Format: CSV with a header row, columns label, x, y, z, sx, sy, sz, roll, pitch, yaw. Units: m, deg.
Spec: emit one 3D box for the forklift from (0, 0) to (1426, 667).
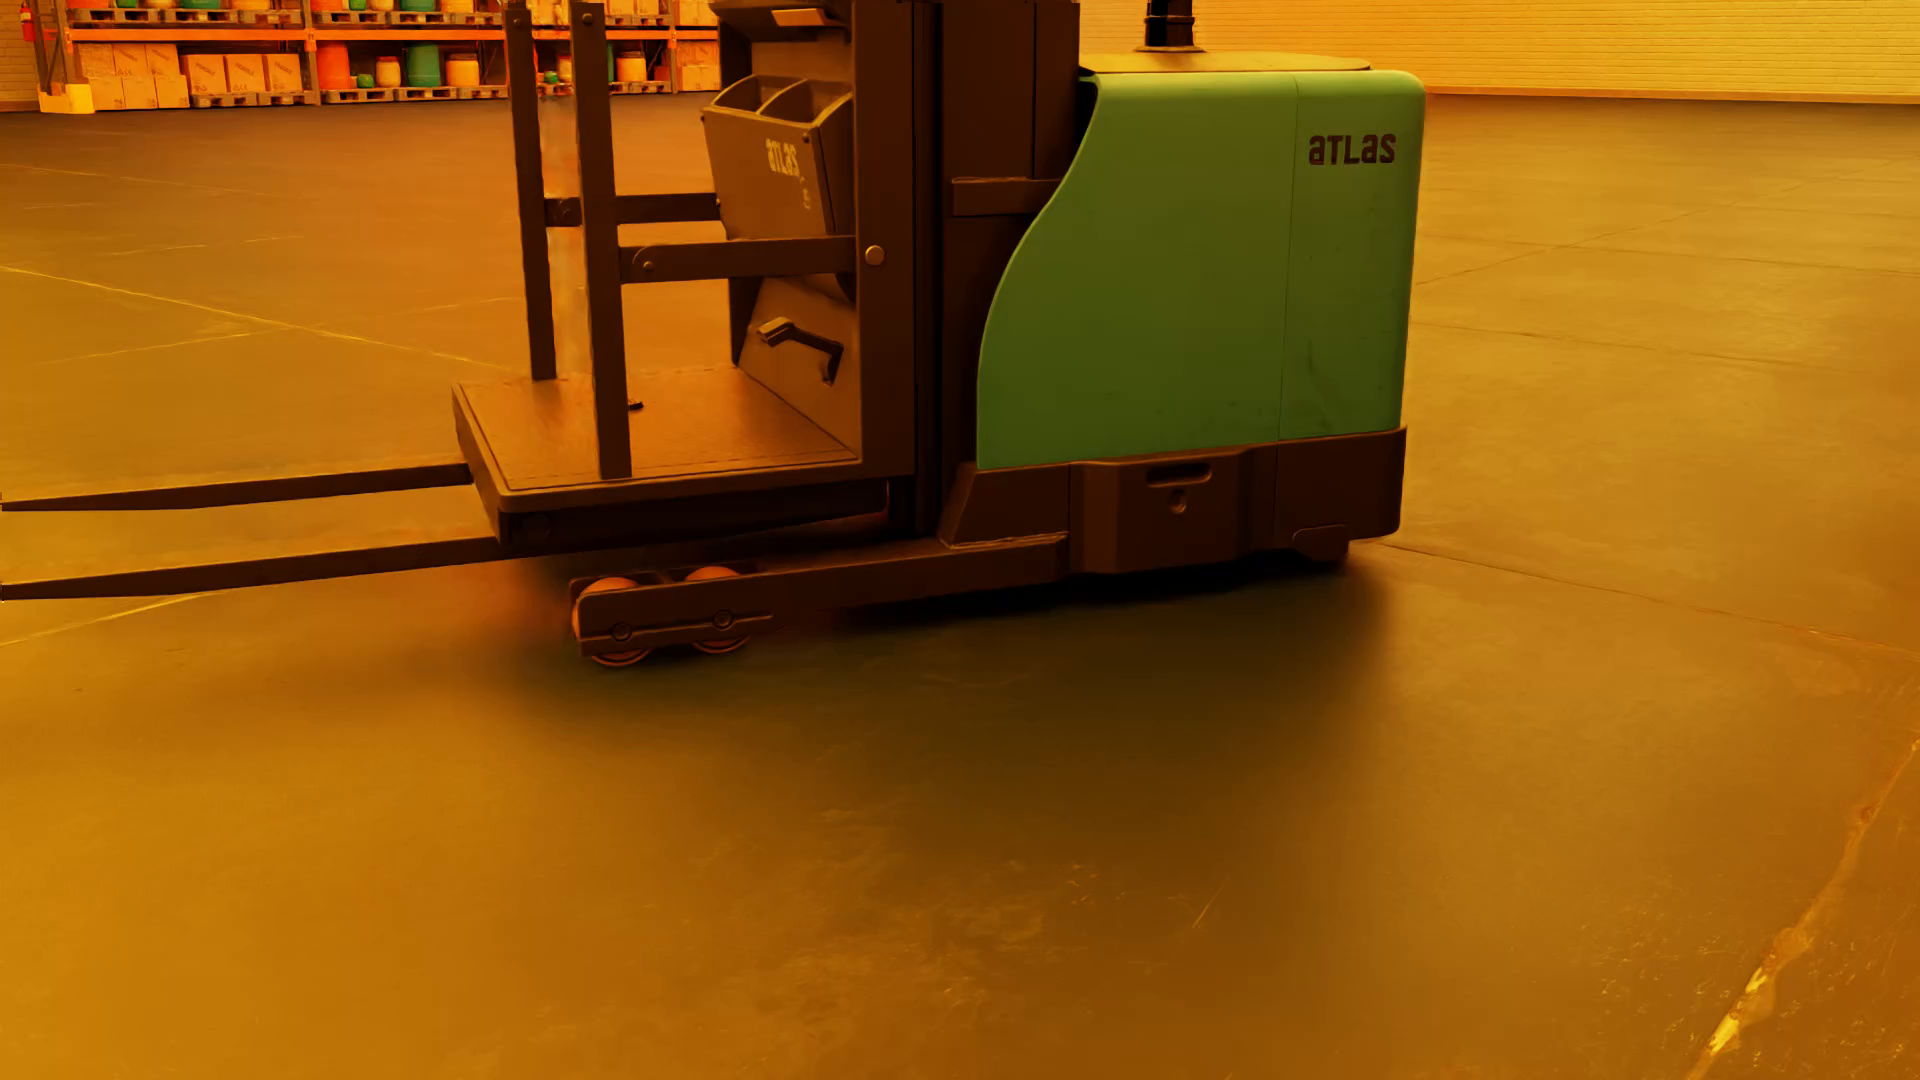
label,x,y,z,sx,sy,sz,roll,pitch,yaw
forklift,-0.569,-1.336,3.297,3.031,2.935,1.130,-6,18,-20
